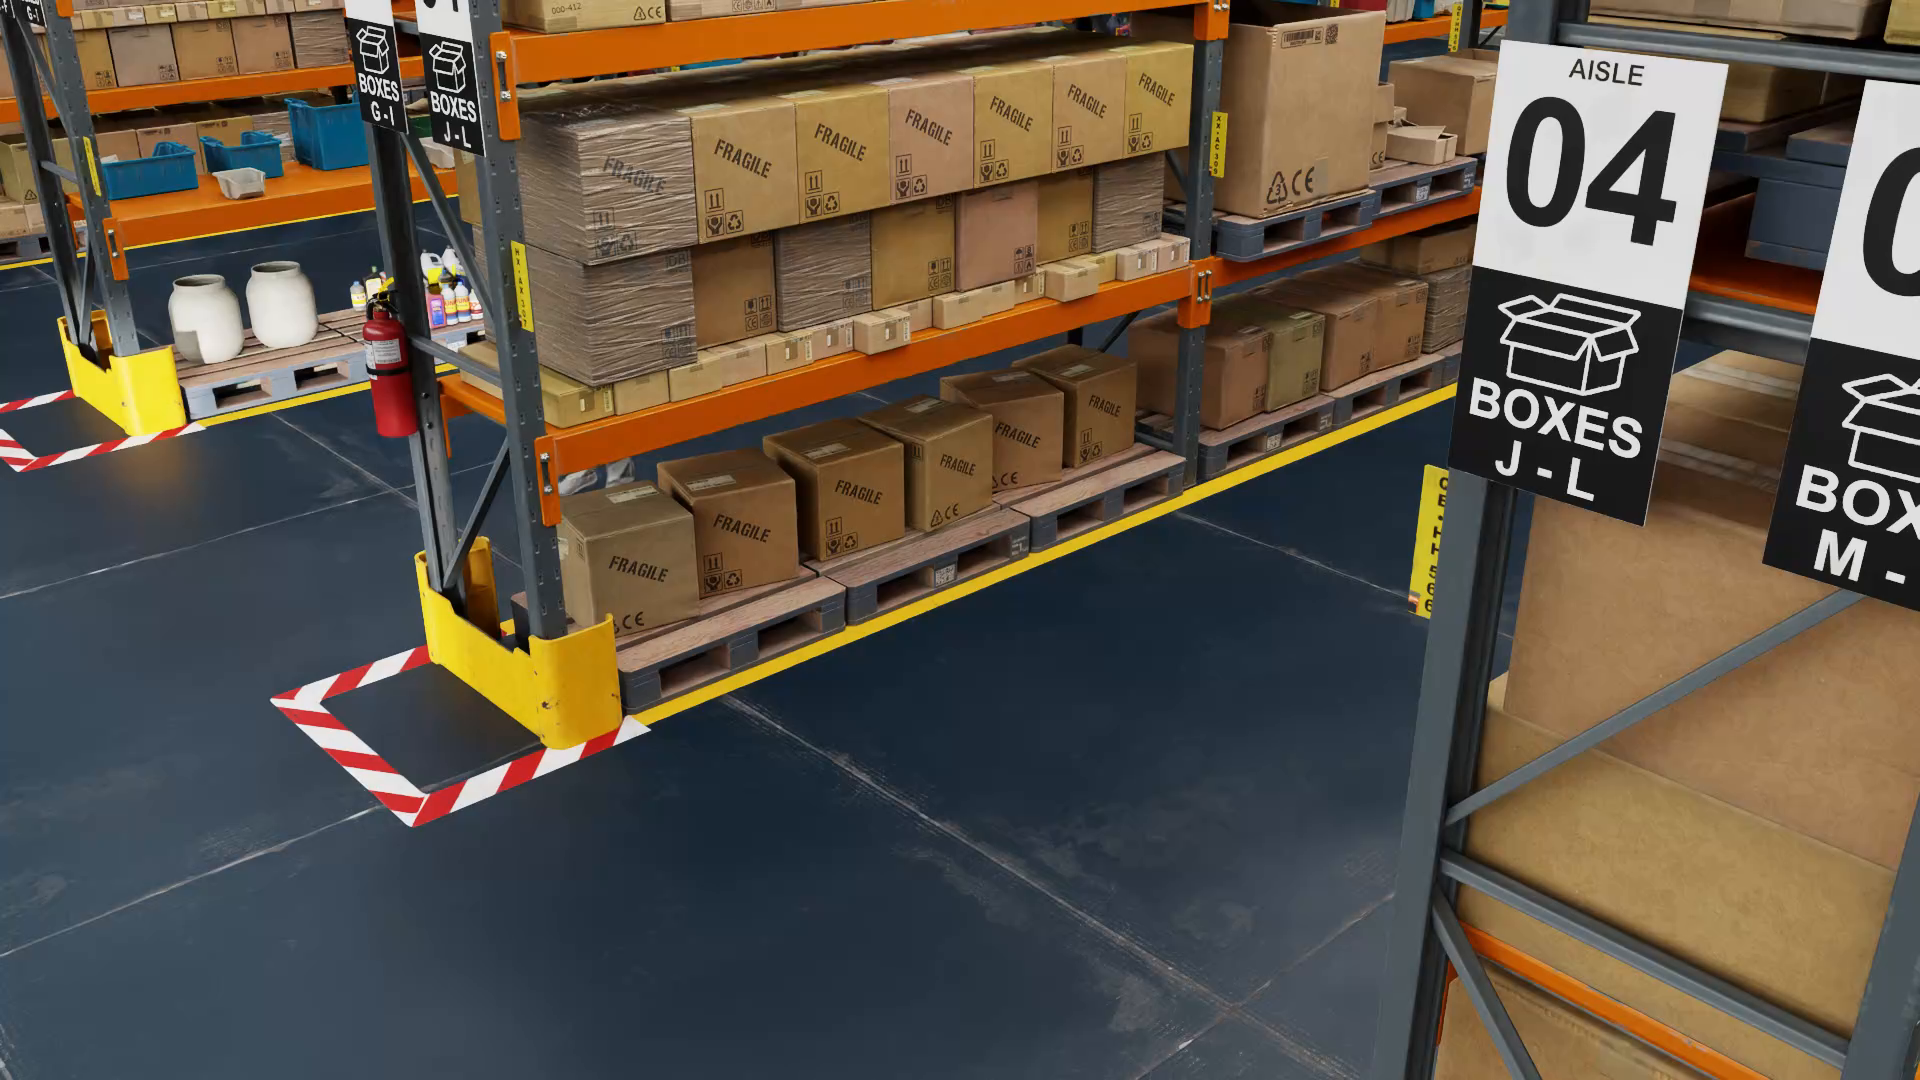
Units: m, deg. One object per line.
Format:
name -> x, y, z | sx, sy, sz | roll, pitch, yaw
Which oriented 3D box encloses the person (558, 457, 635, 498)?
person -> -1.993, -1.002, 8.787 | 0.630, 1.784, 0.391 | 12, 27, 24
